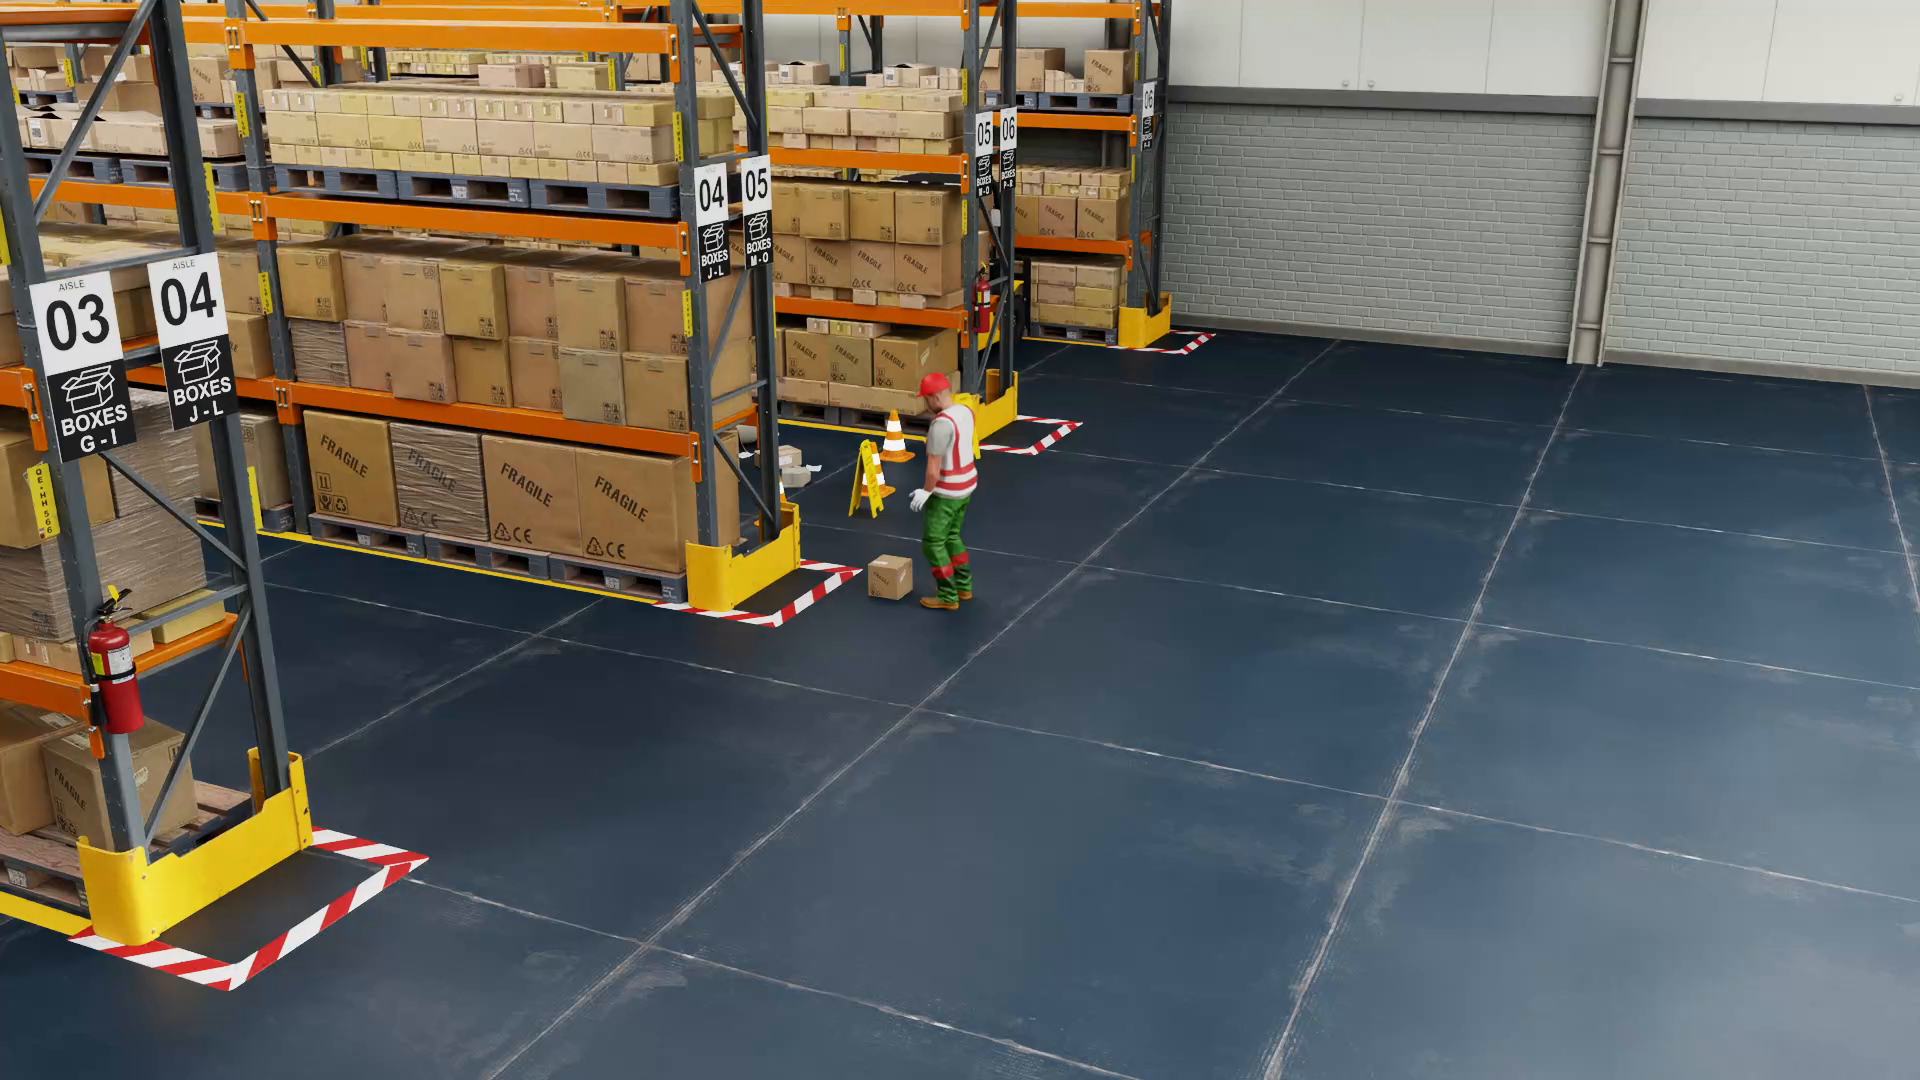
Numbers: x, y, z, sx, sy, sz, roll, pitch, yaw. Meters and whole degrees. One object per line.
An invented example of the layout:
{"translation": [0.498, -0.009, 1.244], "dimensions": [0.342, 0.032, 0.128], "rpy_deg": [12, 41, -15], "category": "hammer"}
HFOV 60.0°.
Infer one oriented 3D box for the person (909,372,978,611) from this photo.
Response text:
{"translation": [-0.117, -0.357, 12.133], "dimensions": [0.427, 1.751, 0.538], "rpy_deg": [9, 21, 24], "category": "person"}
